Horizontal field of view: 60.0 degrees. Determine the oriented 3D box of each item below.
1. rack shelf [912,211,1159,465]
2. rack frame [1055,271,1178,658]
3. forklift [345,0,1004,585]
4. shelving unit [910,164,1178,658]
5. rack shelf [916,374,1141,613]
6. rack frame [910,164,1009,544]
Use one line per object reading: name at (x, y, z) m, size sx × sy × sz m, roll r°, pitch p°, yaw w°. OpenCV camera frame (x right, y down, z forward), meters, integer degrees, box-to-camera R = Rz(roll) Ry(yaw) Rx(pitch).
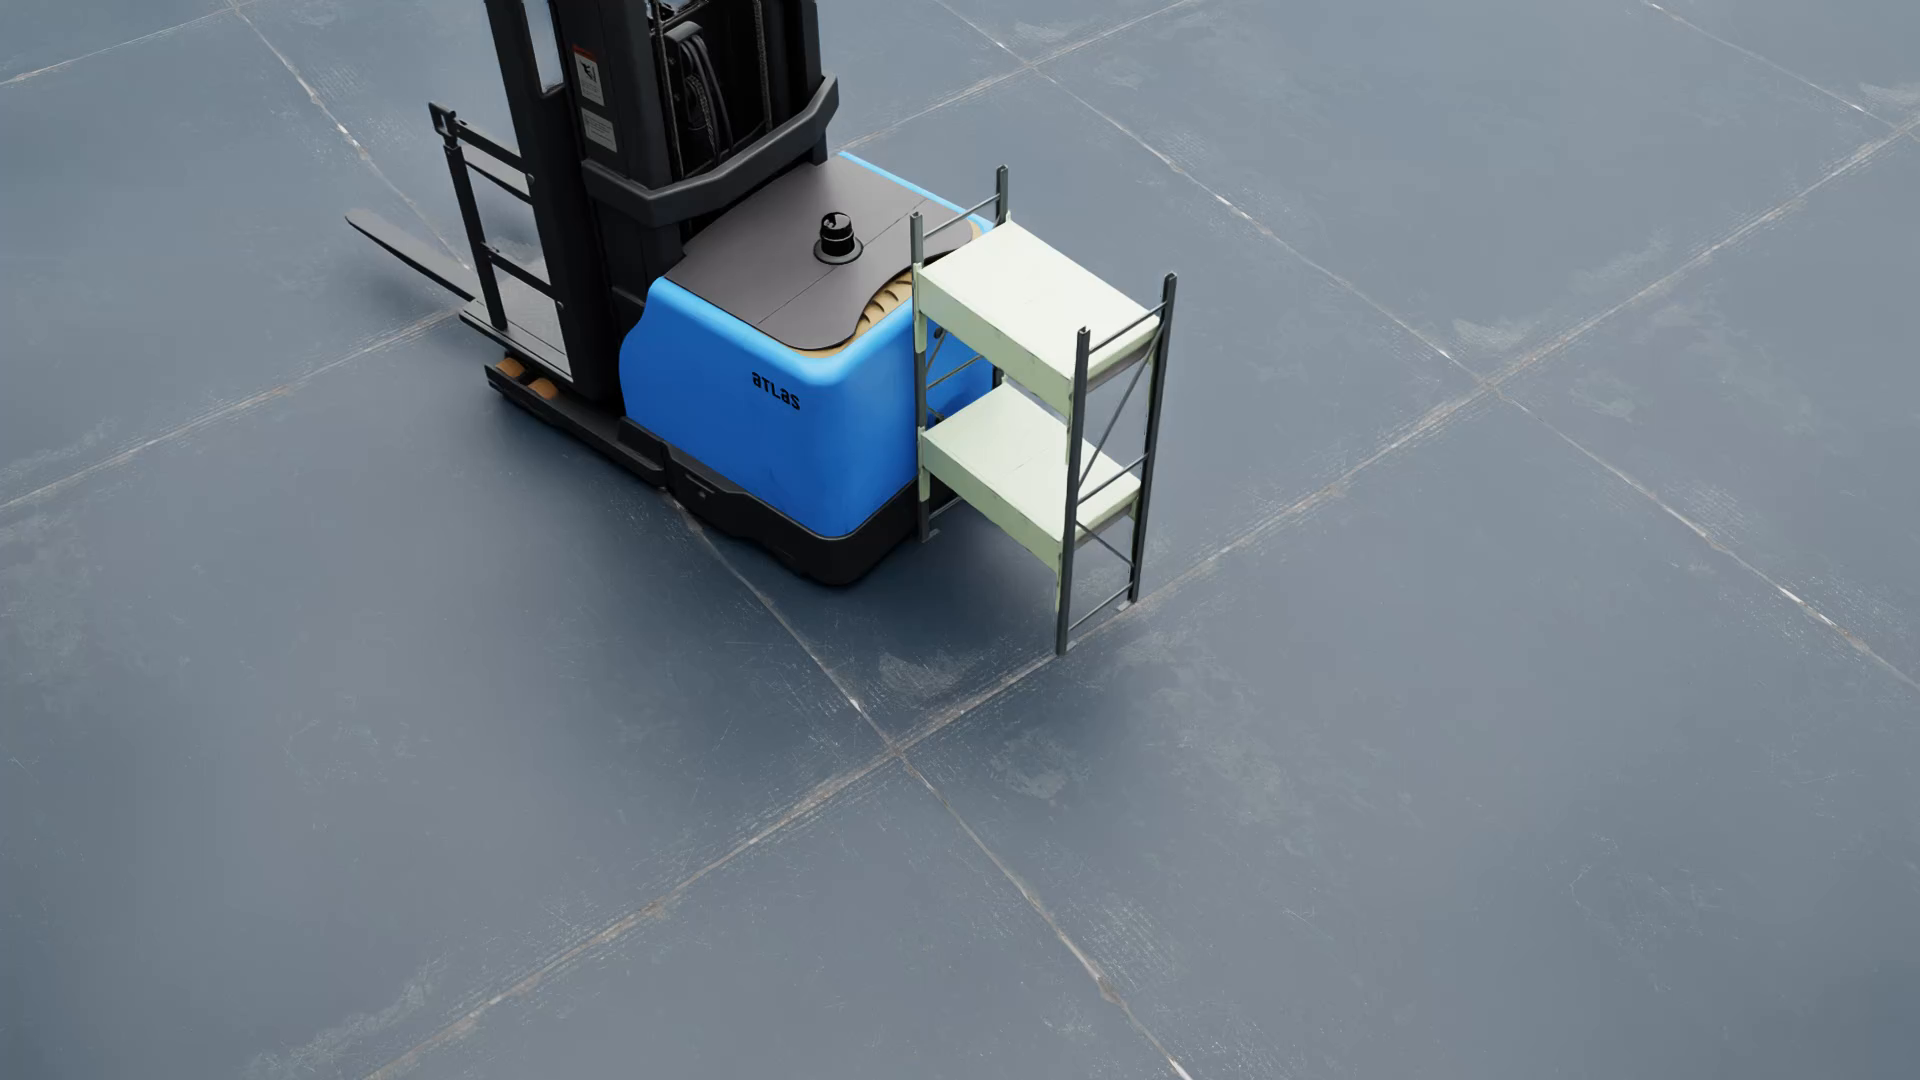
rack shelf at (0.246, -0.654, 5.304) m, size 0.431 × 0.370 × 0.720 m, roll -34°, pitch 56°, yaw -27°
rack frame at (0.491, -0.191, 5.411) m, size 0.400 × 1.500 × 0.023 m, roll -34°, pitch 56°, yaw -27°
forklift at (-1.288, -1.745, 5.854) m, size 3.031 × 2.935 × 1.130 m, roll 31°, pitch 55°, yaw 25°
shelving unit at (0.246, -0.392, 5.593) m, size 0.431 × 1.500 × 0.755 m, roll -34°, pitch 56°, yaw -27°
rack shelf at (0.246, -0.173, 5.835) m, size 0.431 × 0.370 × 0.720 m, roll -34°, pitch 56°, yaw -27°
rack frame at (0.000, -0.593, 5.775) m, size 0.400 × 1.500 × 0.023 m, roll -34°, pitch 56°, yaw -27°
